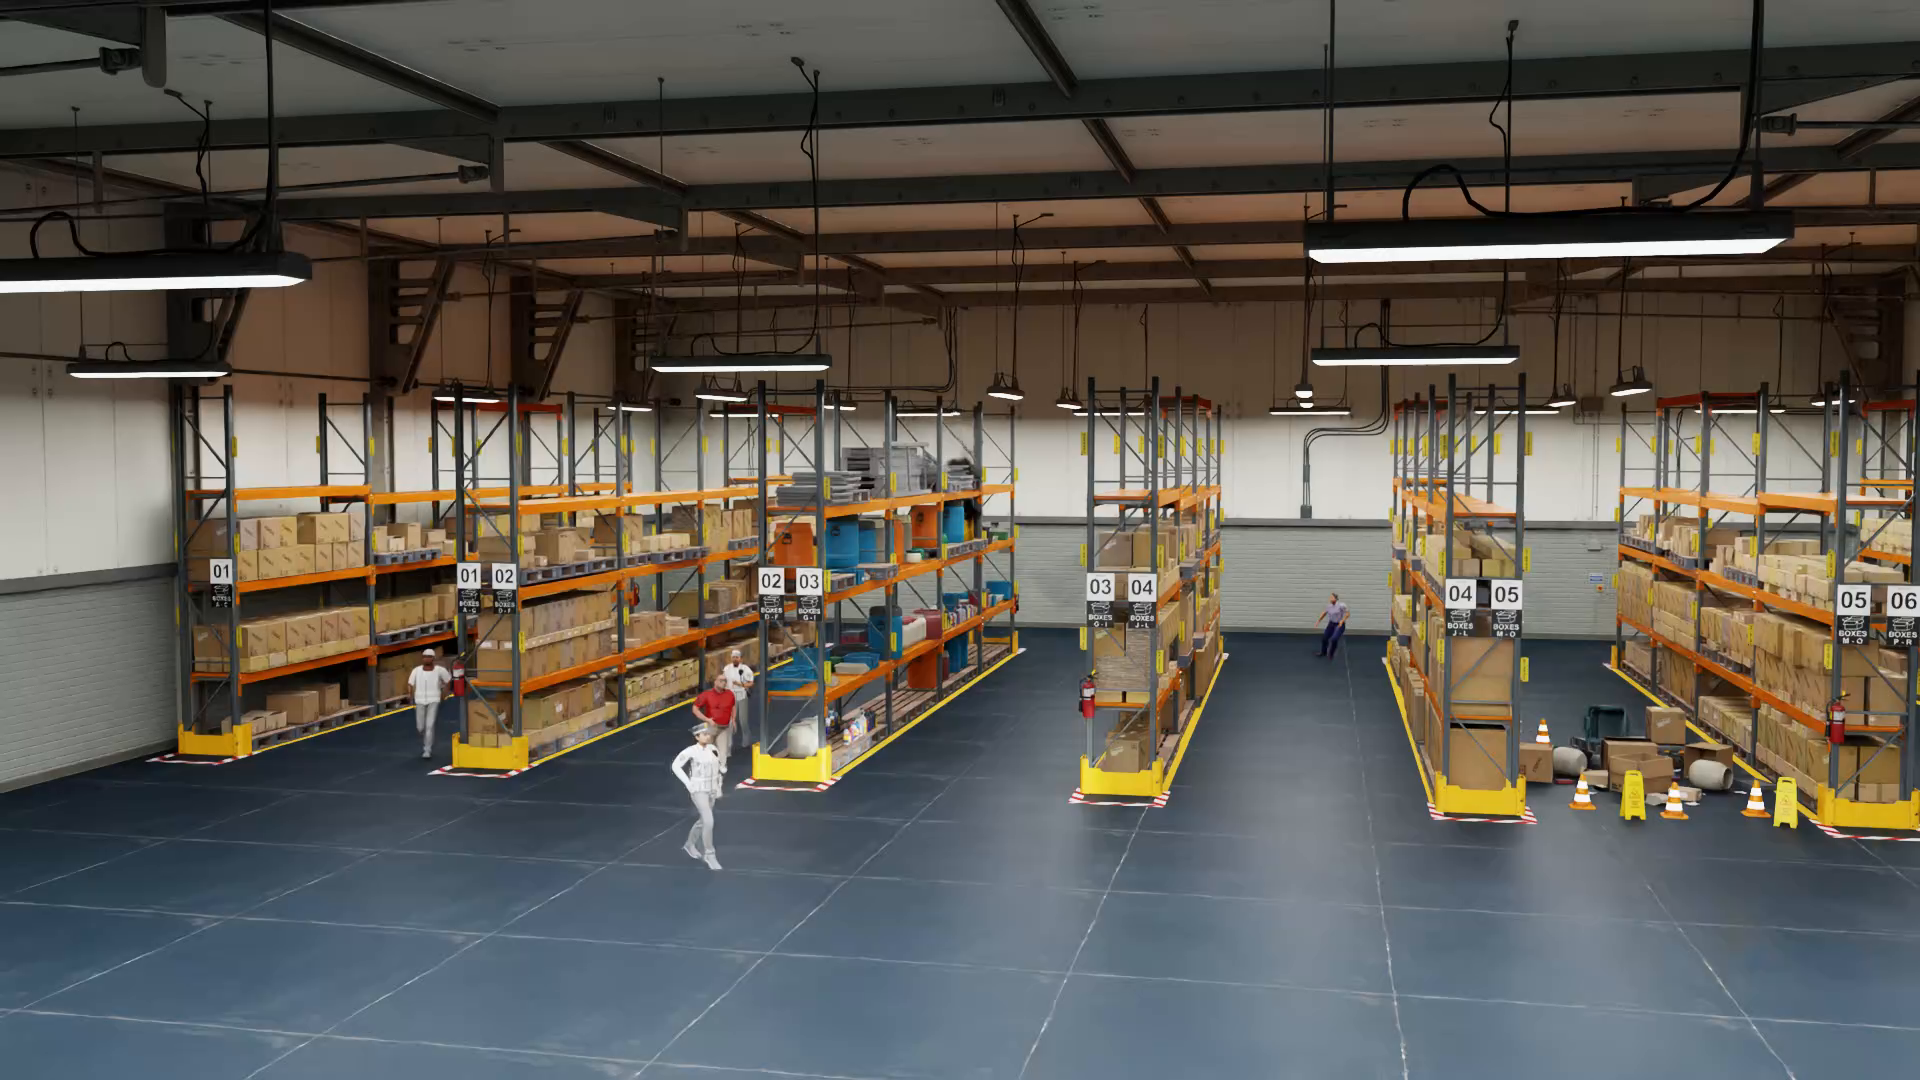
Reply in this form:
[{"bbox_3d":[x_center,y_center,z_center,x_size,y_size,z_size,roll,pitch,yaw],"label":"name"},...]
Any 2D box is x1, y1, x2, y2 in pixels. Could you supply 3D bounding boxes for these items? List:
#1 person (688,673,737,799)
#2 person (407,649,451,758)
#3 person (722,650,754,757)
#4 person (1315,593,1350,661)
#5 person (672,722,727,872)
[{"bbox_3d":[-3.526,2.799,24.083,0.740,1.730,0.900,-1,4,-25],"label":"person"},{"bbox_3d":[-8.604,2.628,26.921,0.701,1.725,0.825,0,3,-5],"label":"person"},{"bbox_3d":[-3.657,2.637,27.208,0.595,1.676,0.903,0,3,3],"label":"person"},{"bbox_3d":[8.699,2.042,39.087,0.571,1.612,0.892,-3,4,-45],"label":"person"},{"bbox_3d":[-3.064,3.036,19.846,0.707,1.746,0.598,2,4,37],"label":"person"}]
